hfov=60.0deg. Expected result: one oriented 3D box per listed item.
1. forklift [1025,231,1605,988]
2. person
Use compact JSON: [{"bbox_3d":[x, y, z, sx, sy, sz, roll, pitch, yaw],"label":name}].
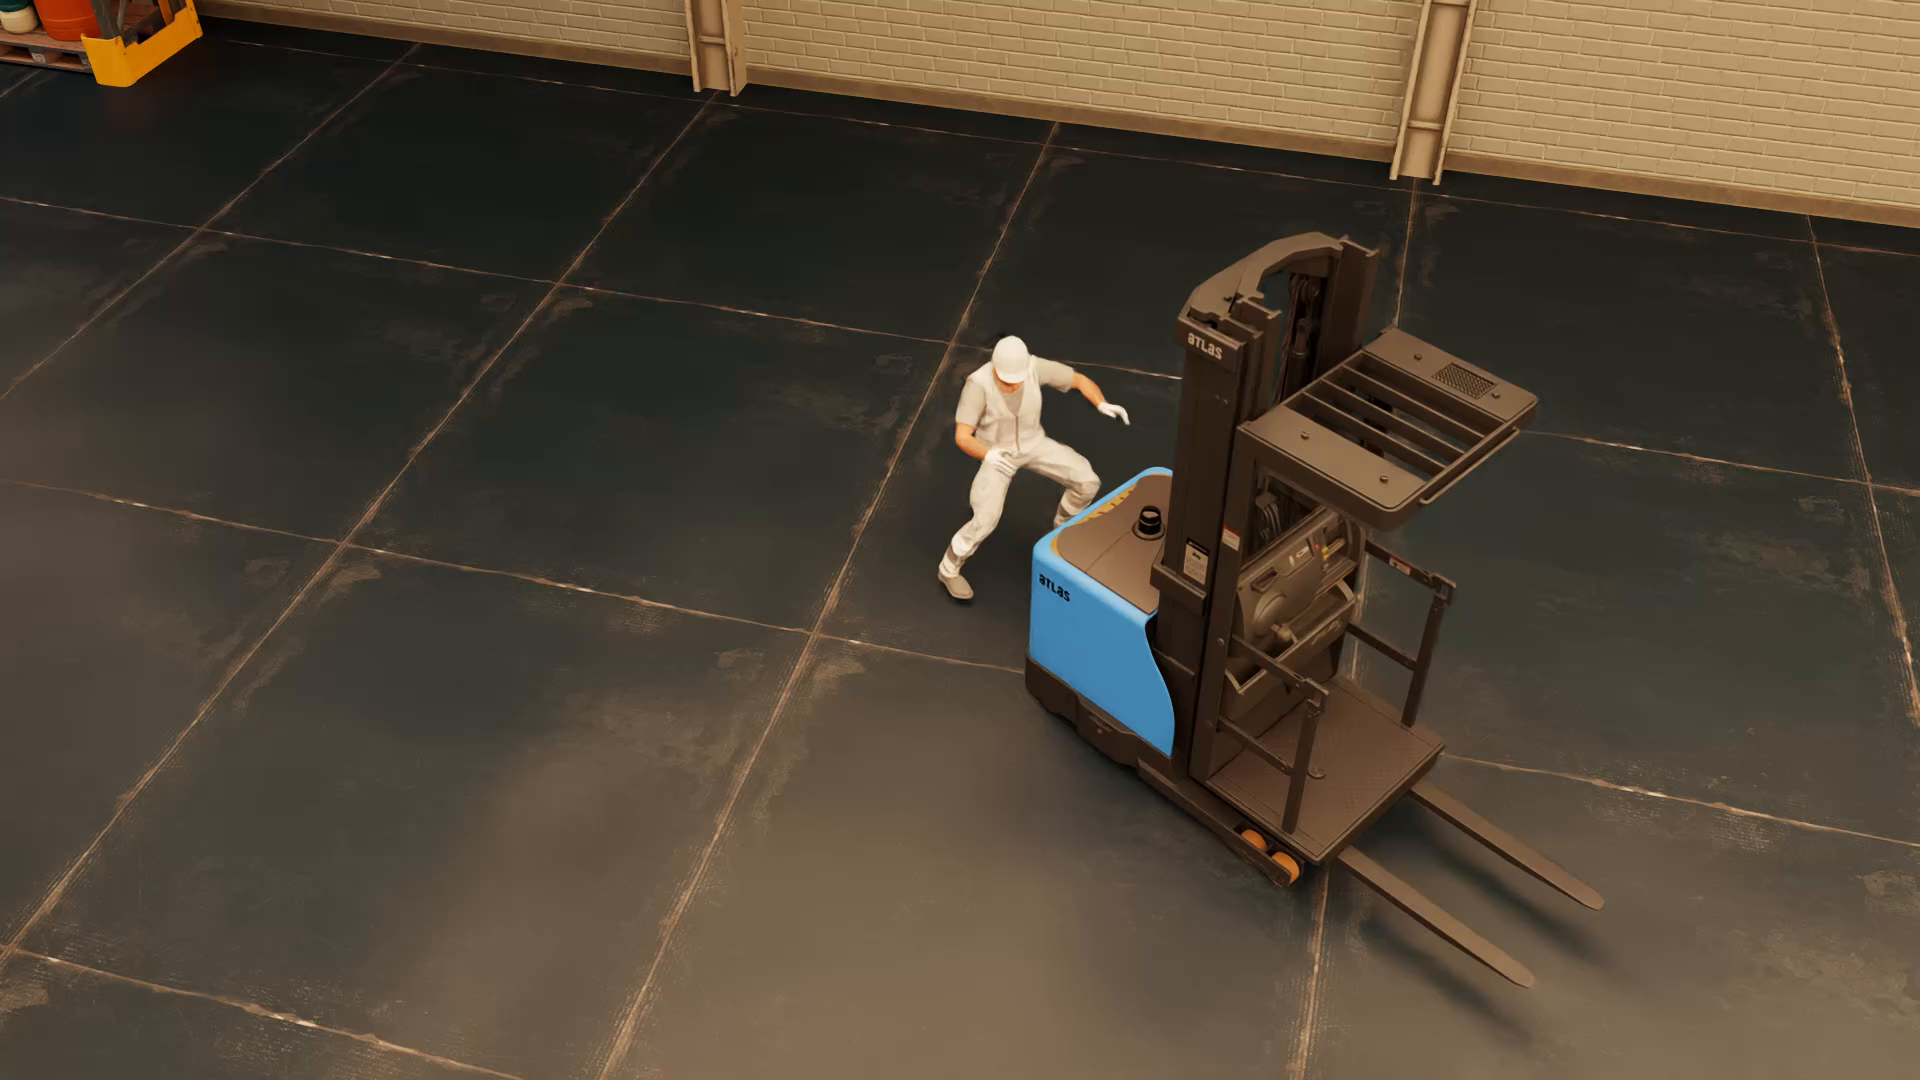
[{"bbox_3d":[1.739,0.205,7.627,1.130,2.935,3.031,-33,51,-32],"label":"forklift"},{"bbox_3d":[0.368,-0.464,9.395,1.061,1.533,0.748,-13,43,-14],"label":"person"}]
